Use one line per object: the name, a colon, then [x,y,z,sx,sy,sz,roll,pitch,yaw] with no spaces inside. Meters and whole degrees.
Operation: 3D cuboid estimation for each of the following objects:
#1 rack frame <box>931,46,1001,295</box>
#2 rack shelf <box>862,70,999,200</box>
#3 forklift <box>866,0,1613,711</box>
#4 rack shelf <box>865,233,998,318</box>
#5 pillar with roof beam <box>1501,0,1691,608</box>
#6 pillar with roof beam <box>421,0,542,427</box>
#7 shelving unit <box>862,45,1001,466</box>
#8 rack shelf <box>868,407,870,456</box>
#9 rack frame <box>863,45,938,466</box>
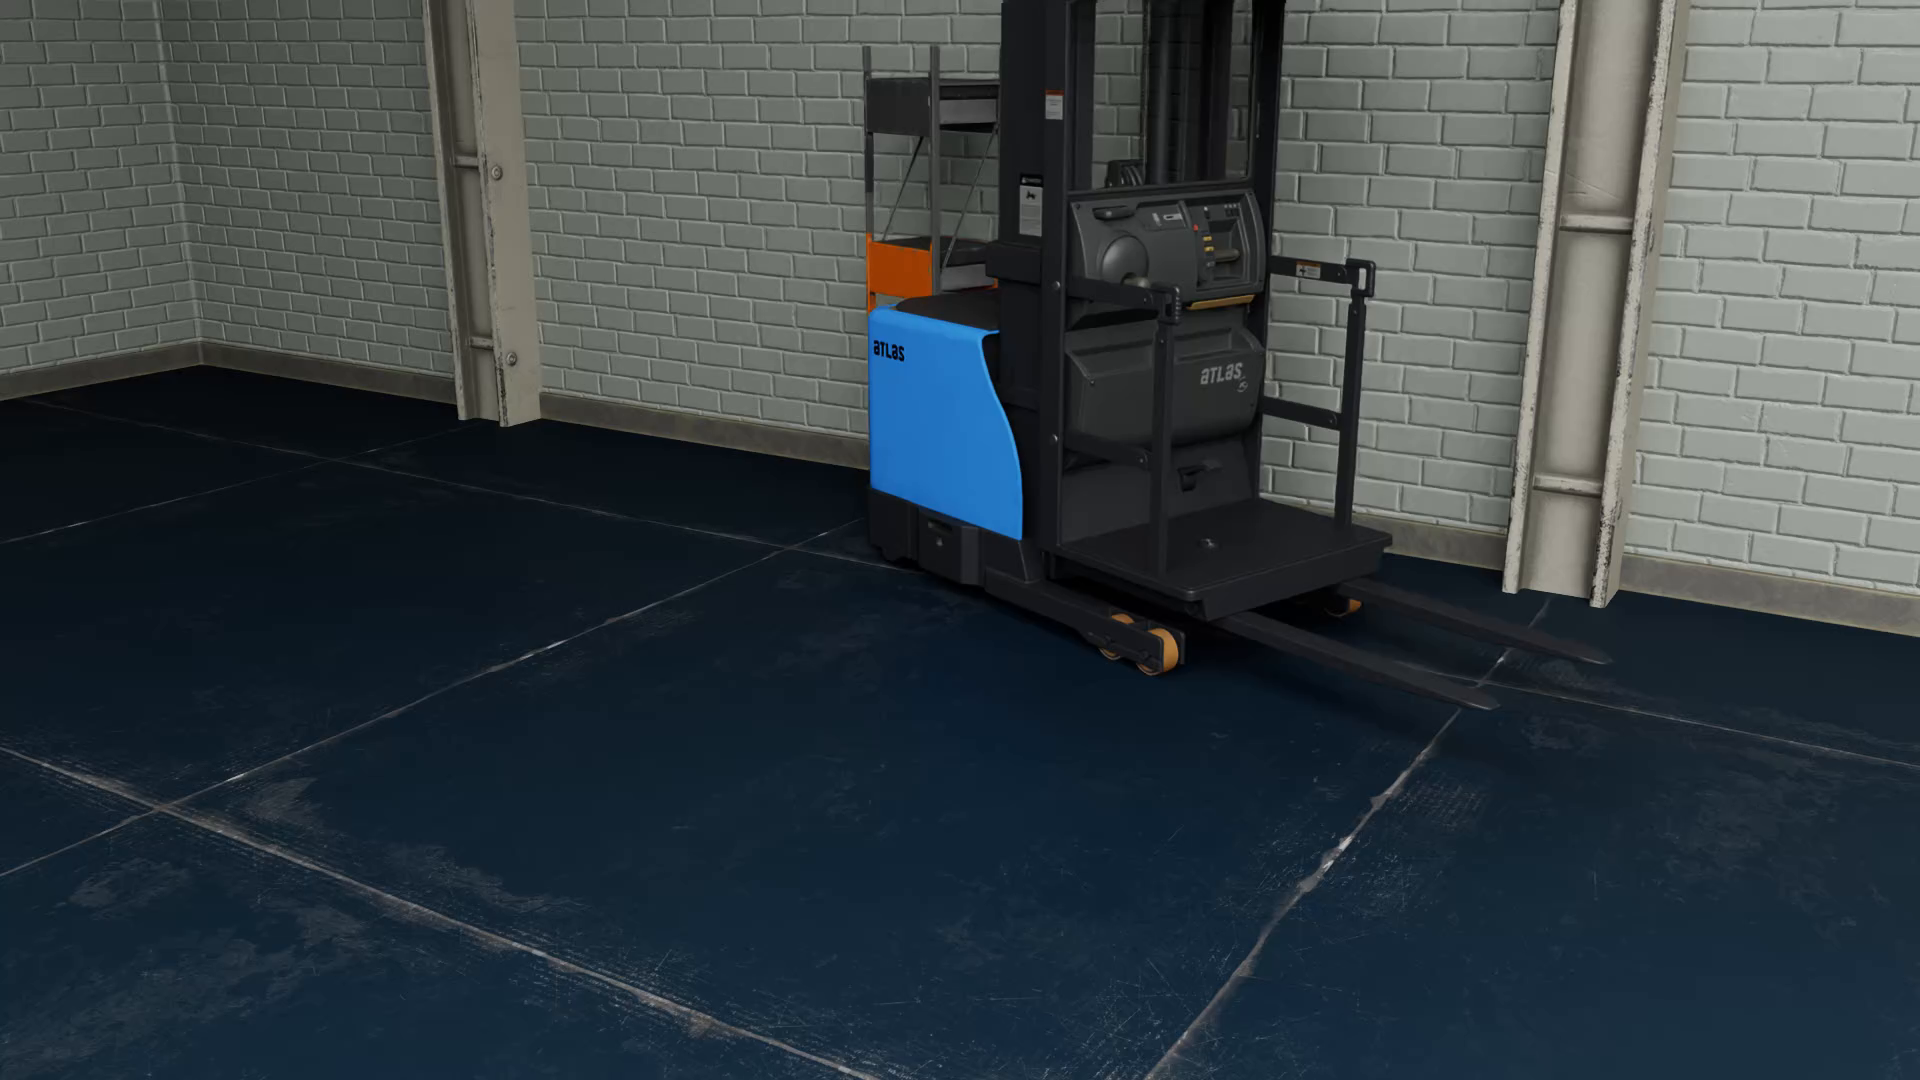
rack frame: [0.040,-1.062,7.265,0.400,2.100,0.015,-13,21,-36]
rack shelf: [-0.110,-1.775,7.249,0.431,0.518,0.480,-13,21,-36]
forklift: [0.906,-1.090,5.926,1.130,2.935,3.031,-13,21,-36]
rack shelf: [-0.110,-1.105,7.453,0.431,0.518,0.480,-13,21,-36]
pillar with roof beam: [0.176,-3.041,1.909,0.400,9.000,9.100,10,20,30]
pillar with roof beam: [-4.936,-3.953,4.913,0.400,9.000,9.100,10,20,30]
shelving unit: [-0.110,-1.118,7.449,0.431,2.100,0.503,-13,21,-36]
rack shelf: [-0.110,-0.435,7.656,0.431,0.518,0.480,-13,21,-36]
rack frame: [-0.261,-1.174,7.633,0.400,2.100,0.015,-13,21,-36]
